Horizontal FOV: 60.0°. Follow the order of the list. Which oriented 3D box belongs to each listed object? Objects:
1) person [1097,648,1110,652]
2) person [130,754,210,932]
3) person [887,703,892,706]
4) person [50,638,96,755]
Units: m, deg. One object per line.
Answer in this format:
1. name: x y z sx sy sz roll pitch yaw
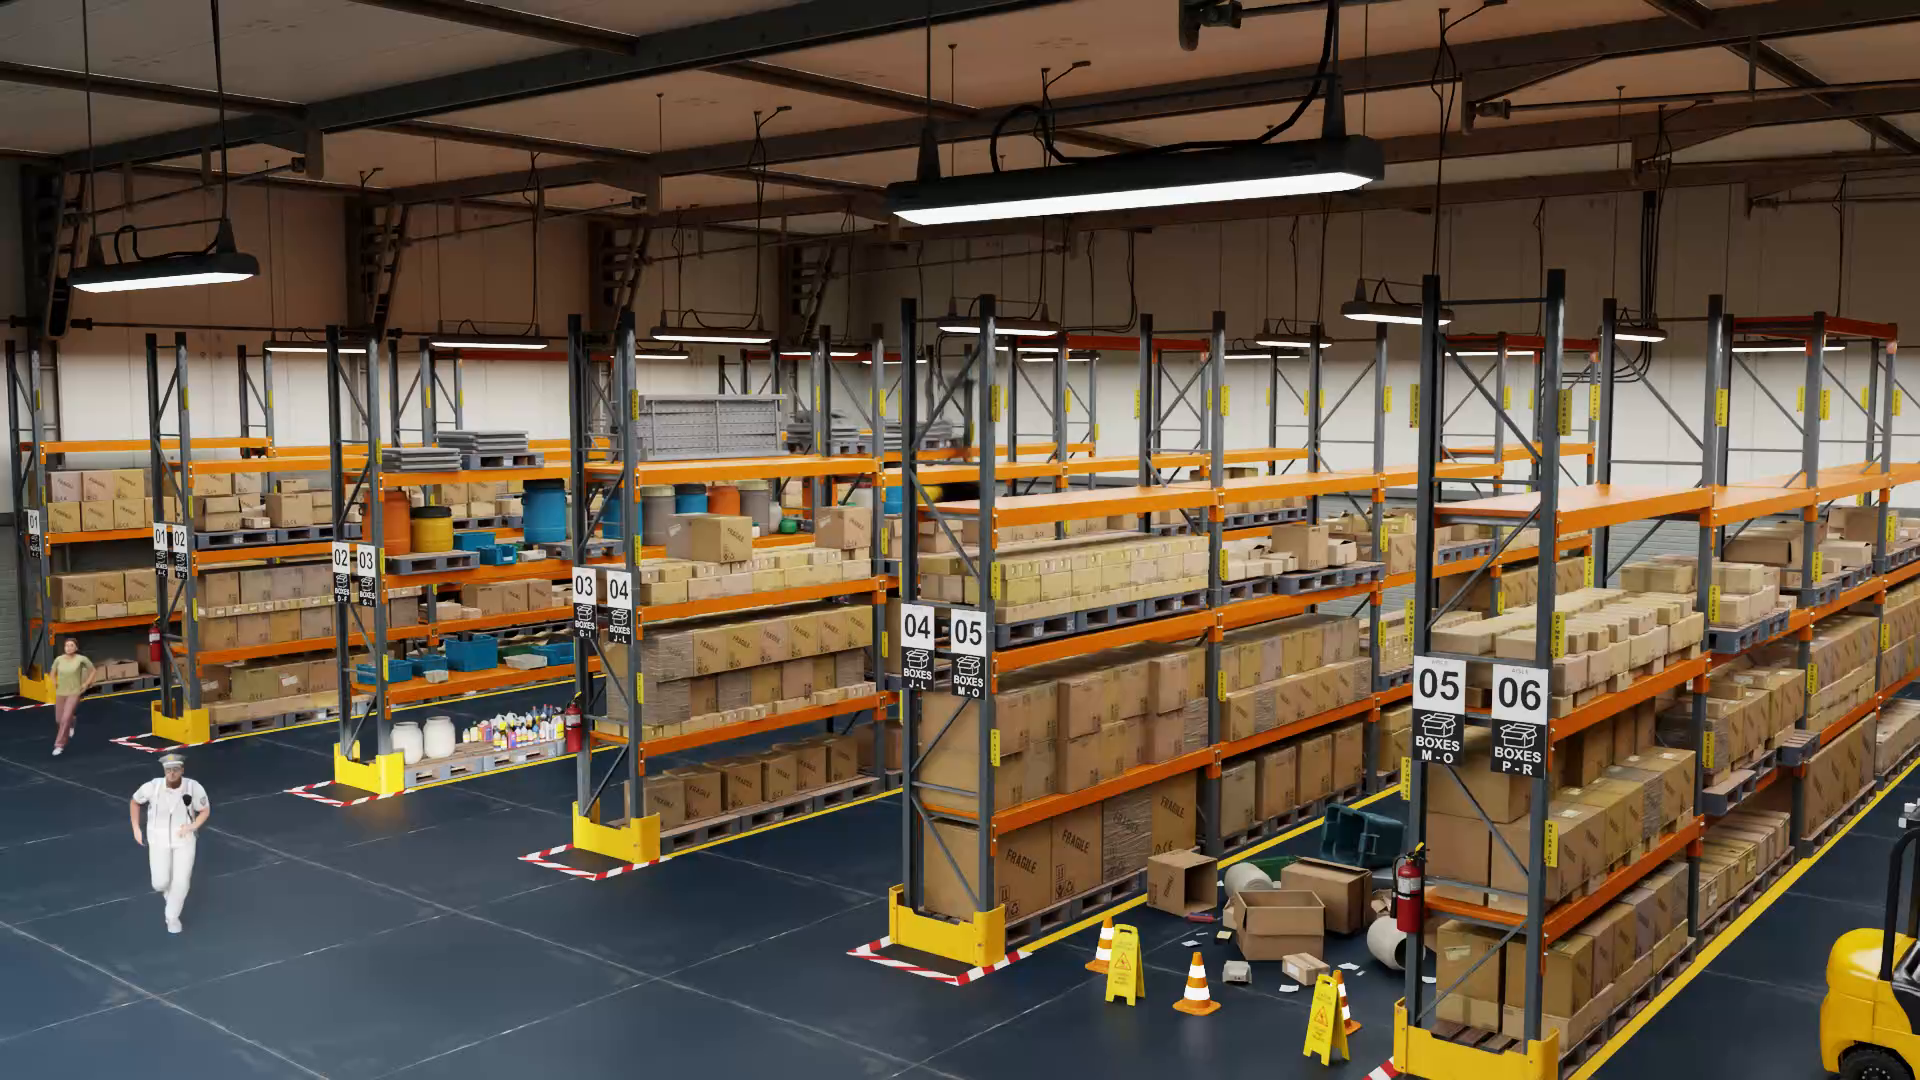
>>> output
1. person: 2.122 2.000 22.204 0.733 1.828 0.871 3 6 27
2. person: -7.576 2.887 15.959 0.691 1.737 0.695 -2 6 -21
3. person: -0.934 1.750 25.780 0.530 1.591 0.803 3 6 28
4. person: -12.780 2.222 23.966 0.604 1.661 0.764 -1 5 -13
